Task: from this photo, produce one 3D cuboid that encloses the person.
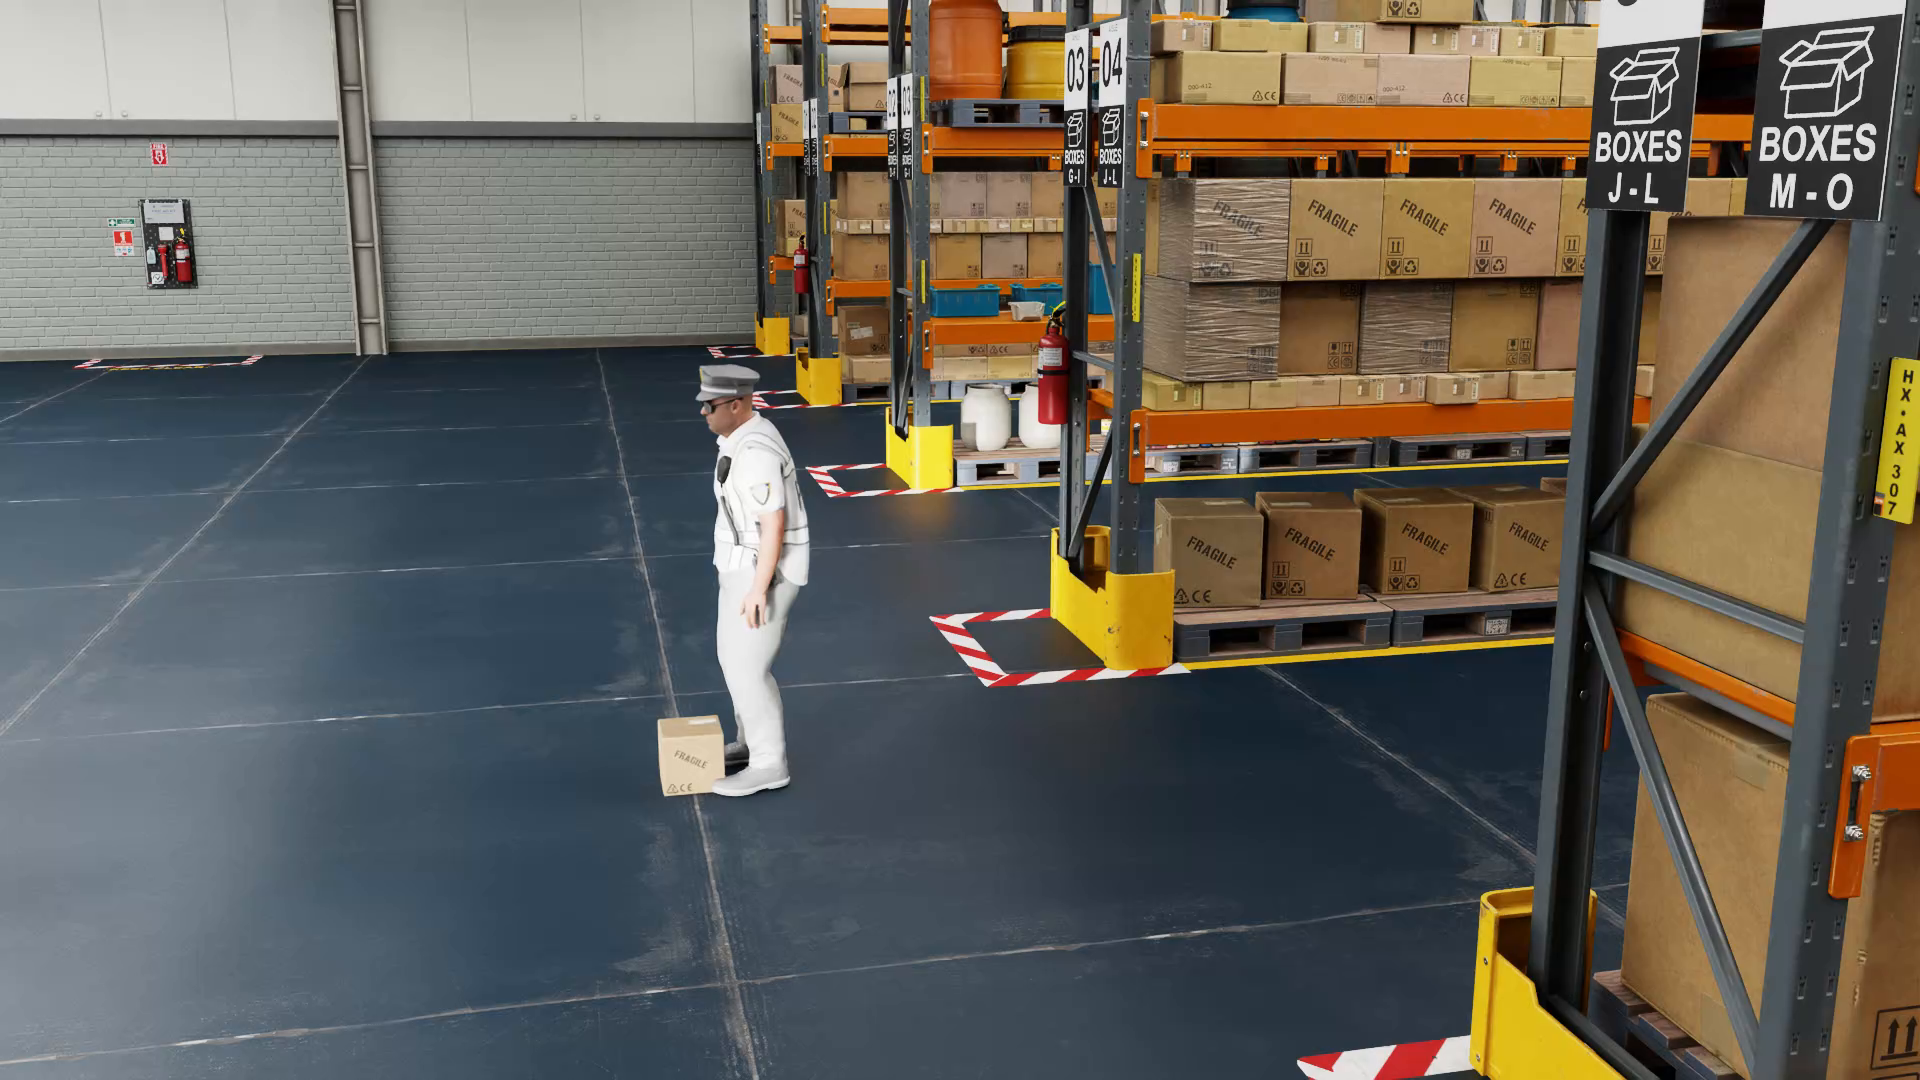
[{"bbox_3d":[-0.846,0.148,6.811,0.437,1.744,0.594,-4,13,-16],"label":"person"}]
